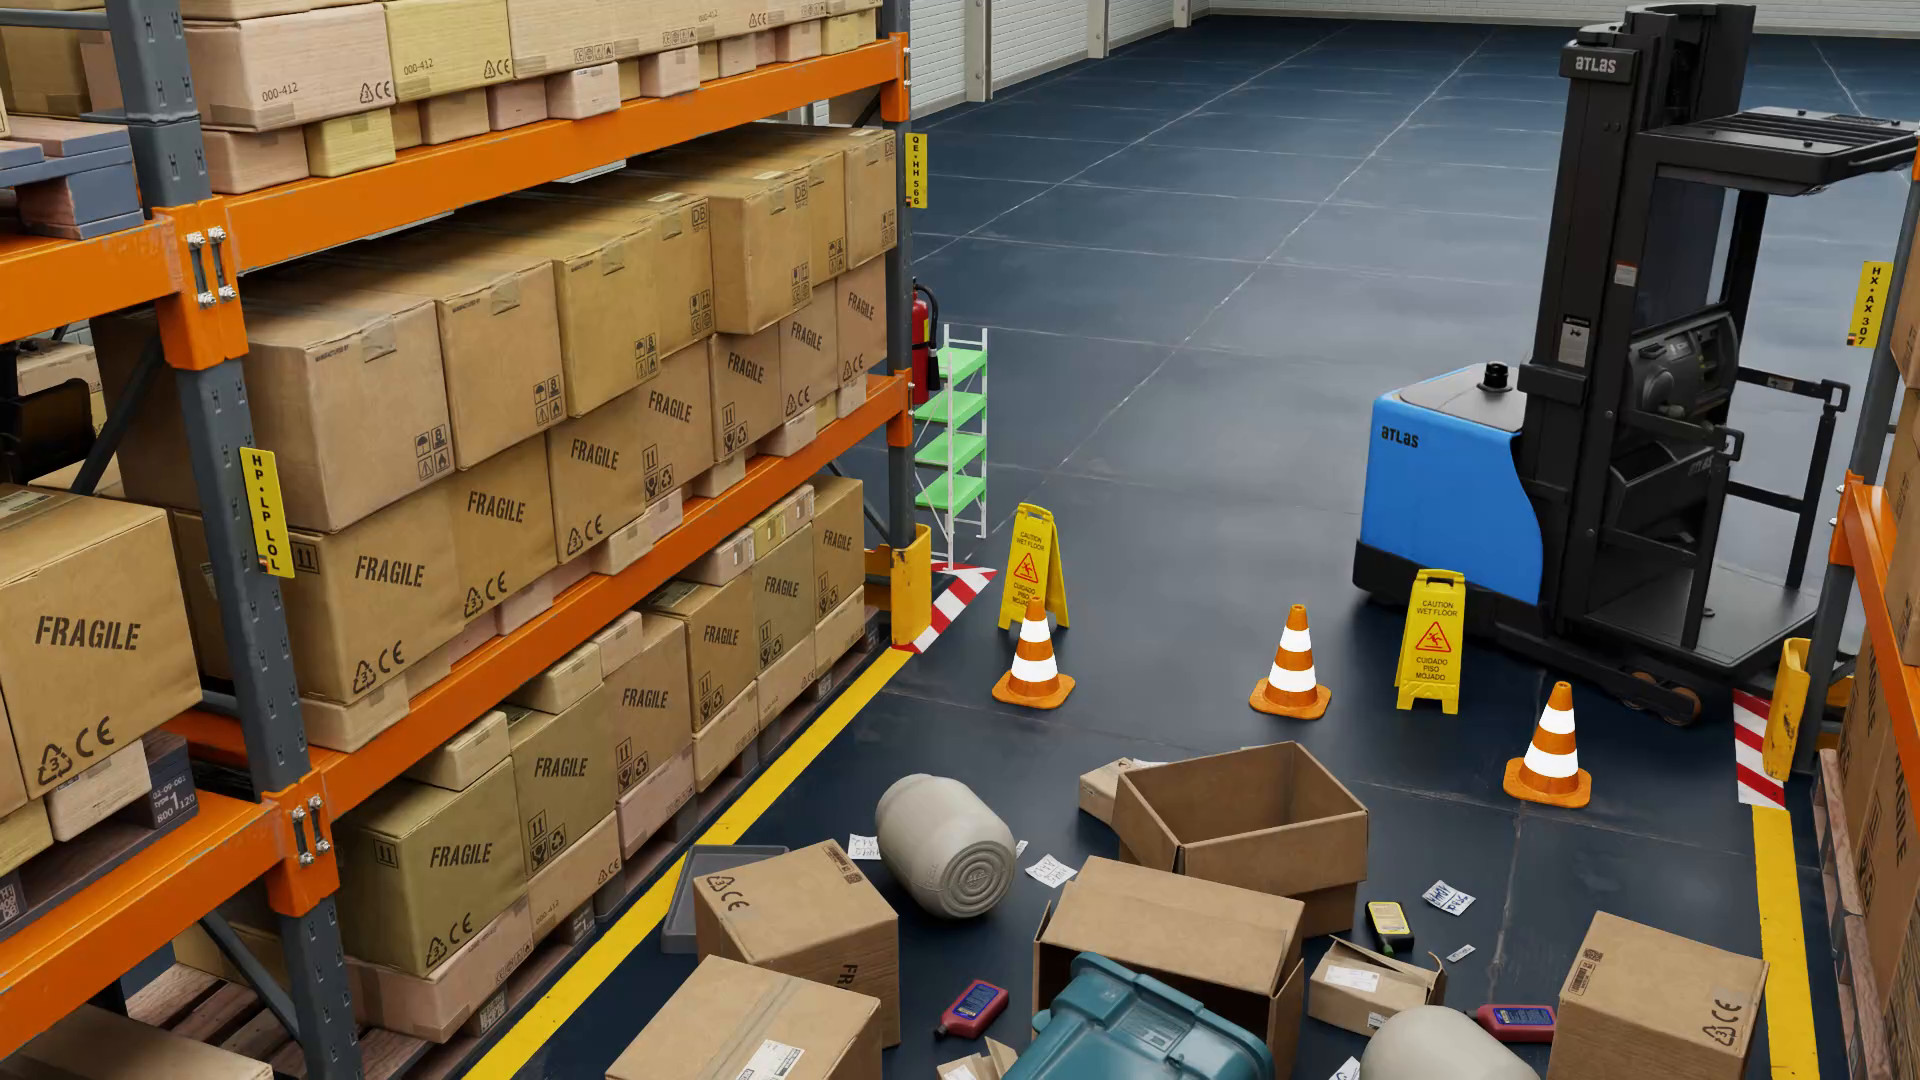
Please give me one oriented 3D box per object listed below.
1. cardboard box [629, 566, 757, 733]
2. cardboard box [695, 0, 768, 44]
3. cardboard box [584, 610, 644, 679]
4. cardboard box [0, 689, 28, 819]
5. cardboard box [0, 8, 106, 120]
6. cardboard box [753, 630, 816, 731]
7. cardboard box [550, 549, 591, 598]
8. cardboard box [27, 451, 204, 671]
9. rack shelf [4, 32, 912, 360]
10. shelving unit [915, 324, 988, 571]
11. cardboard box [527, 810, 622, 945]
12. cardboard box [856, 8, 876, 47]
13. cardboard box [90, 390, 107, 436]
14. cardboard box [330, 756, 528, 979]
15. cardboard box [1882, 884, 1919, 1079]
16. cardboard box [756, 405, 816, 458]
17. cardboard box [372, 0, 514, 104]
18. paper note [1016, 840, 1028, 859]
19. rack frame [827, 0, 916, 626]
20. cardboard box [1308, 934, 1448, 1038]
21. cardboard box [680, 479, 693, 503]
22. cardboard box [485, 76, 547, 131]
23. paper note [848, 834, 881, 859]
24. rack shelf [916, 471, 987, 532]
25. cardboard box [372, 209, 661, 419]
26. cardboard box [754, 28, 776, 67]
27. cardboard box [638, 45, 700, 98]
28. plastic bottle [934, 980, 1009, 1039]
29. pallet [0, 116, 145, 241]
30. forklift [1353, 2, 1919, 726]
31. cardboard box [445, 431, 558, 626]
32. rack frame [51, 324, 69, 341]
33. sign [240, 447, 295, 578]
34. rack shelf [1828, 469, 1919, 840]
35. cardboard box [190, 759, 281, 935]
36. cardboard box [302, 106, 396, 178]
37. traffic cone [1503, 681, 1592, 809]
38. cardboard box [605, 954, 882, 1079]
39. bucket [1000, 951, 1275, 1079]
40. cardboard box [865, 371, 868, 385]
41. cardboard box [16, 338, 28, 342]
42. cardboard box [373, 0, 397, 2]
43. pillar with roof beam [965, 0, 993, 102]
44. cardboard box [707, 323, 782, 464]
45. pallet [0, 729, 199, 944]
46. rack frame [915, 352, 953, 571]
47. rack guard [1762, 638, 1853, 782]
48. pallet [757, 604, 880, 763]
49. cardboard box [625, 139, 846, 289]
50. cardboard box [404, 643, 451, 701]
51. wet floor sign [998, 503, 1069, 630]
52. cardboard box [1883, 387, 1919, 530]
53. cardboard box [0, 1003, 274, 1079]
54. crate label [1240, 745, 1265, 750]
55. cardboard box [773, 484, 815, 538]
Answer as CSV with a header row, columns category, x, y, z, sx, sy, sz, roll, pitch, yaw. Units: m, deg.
category,x,y,z,sx,sy,sz,roll,pitch,yaw
cardboard box,-1.141,0.380,6.497,0.500,0.500,0.500,8,24,19
cardboard box,-1.017,-1.904,5.833,0.500,0.250,0.500,9,24,22
cardboard box,-1.328,0.332,5.771,0.380,0.149,0.250,10,25,23
cardboard box,-2.328,0.391,3.362,0.500,0.500,0.500,9,24,20
cardboard box,-2.272,-1.257,4.285,0.500,0.250,0.500,9,24,20
cardboard box,-0.951,0.548,7.070,0.500,0.250,0.500,9,24,20
cardboard box,-1.461,0.061,5.539,0.380,0.149,0.250,9,24,20
cardboard box,-2.252,0.014,4.809,0.500,0.500,0.500,8,24,19
rack shelf,-1.444,-1.376,5.694,1.077,0.370,4.000,9,24,20
shelving unit,-0.061,-0.494,8.877,0.258,1.200,0.503,9,24,20
cardboard box,-1.529,1.102,5.743,0.500,0.250,0.500,10,25,23
cardboard box,-0.574,-2.140,6.915,0.380,0.149,0.250,9,24,20
cardboard box,-5.201,-0.685,9.373,0.500,0.250,0.500,8,24,19
cardboard box,-1.717,0.949,5.137,0.500,0.500,0.500,10,25,23
cardboard box,3.077,1.313,4.427,0.875,0.875,0.875,9,24,20
cardboard box,-0.815,-0.467,6.803,0.380,0.149,0.250,9,24,21
cardboard box,-1.586,-1.364,4.541,0.500,0.250,0.500,9,24,20
paper note,0.228,1.189,6.390,0.032,0.001,0.123,9,24,20
rack frame,-0.701,-1.039,7.846,1.000,3.000,0.127,9,24,20
cardboard box,1.375,1.447,5.440,0.396,0.266,0.258,13,26,29
cardboard box,-1.227,-0.215,6.198,0.380,0.149,0.250,9,24,20
cardboard box,-1.465,-1.321,4.954,0.380,0.149,0.250,8,24,18
paper note,-0.357,1.177,6.393,0.142,0.019,0.148,1,23,2
rack shelf,-0.061,-0.214,8.994,0.258,0.148,0.480,9,24,20
cardboard box,-1.400,-0.735,5.304,0.700,0.500,0.500,8,24,19
cardboard box,-0.922,-1.875,6.281,0.380,0.149,0.250,9,24,20
cardboard box,-1.103,-1.584,5.584,0.380,0.149,0.250,8,24,19
plastic bottle,0.034,1.555,5.449,0.133,0.061,0.283,13,26,29
pallet,-2.515,-0.700,3.385,1.213,0.211,1.003,9,24,20
forklift,3.357,-0.756,7.258,1.130,2.935,3.031,-18,29,-37
cardboard box,-1.599,-0.092,5.062,0.500,0.500,0.500,9,24,20
rack frame,-5.311,-1.749,9.545,1.000,3.000,0.127,9,24,20
sign,-1.670,-0.064,4.009,0.100,0.325,0.005,9,24,20
rack shelf,3.190,0.681,4.662,1.077,0.370,4.000,9,24,20
cardboard box,-2.216,0.871,5.323,0.500,0.500,0.500,8,24,19
cardboard box,-1.691,-1.038,4.277,0.380,0.149,0.250,9,24,20
traffic cone,2.417,0.791,6.757,0.336,0.463,0.334,9,24,20
cardboard box,-0.523,1.440,4.171,0.500,0.500,0.500,9,24,20
bucket,0.357,1.495,4.054,0.726,0.611,0.620,19,39,38
cardboard box,-0.641,-0.759,7.501,0.380,0.149,0.250,10,25,22
cardboard box,-5.665,-0.990,9.454,0.500,0.250,0.500,8,24,19
cardboard box,-1.590,-1.500,4.350,0.380,0.149,0.250,8,24,18
pillar with roof beam,4.277,-10.222,22.046,9.100,9.000,0.400,9,24,20
cardboard box,-1.026,-0.632,6.356,0.500,0.500,0.500,9,24,20
pallet,-2.605,0.733,3.852,1.003,0.211,1.213,9,24,20
rack frame,-0.152,-0.407,8.668,0.240,1.200,0.015,9,24,20
rack guard,3.942,0.778,6.739,1.175,0.500,0.348,9,24,20
pallet,-1.064,0.560,7.635,1.003,0.211,1.213,9,24,20
cardboard box,-0.883,-1.290,6.634,0.700,0.500,0.500,9,24,21
cardboard box,-1.726,0.343,4.862,0.380,0.149,0.250,10,24,22
wet floor sign,0.363,0.132,8.096,0.267,0.644,0.232,19,29,38
cardboard box,3.837,-0.297,5.874,0.875,0.550,0.550,9,24,20
cardboard box,-2.379,1.599,4.395,0.950,0.372,0.625,9,24,21
crate label,1.260,0.948,6.804,0.250,0.136,0.298,-3,23,-8
cardboard box,-0.830,-0.145,6.913,0.380,0.149,0.250,10,24,22
